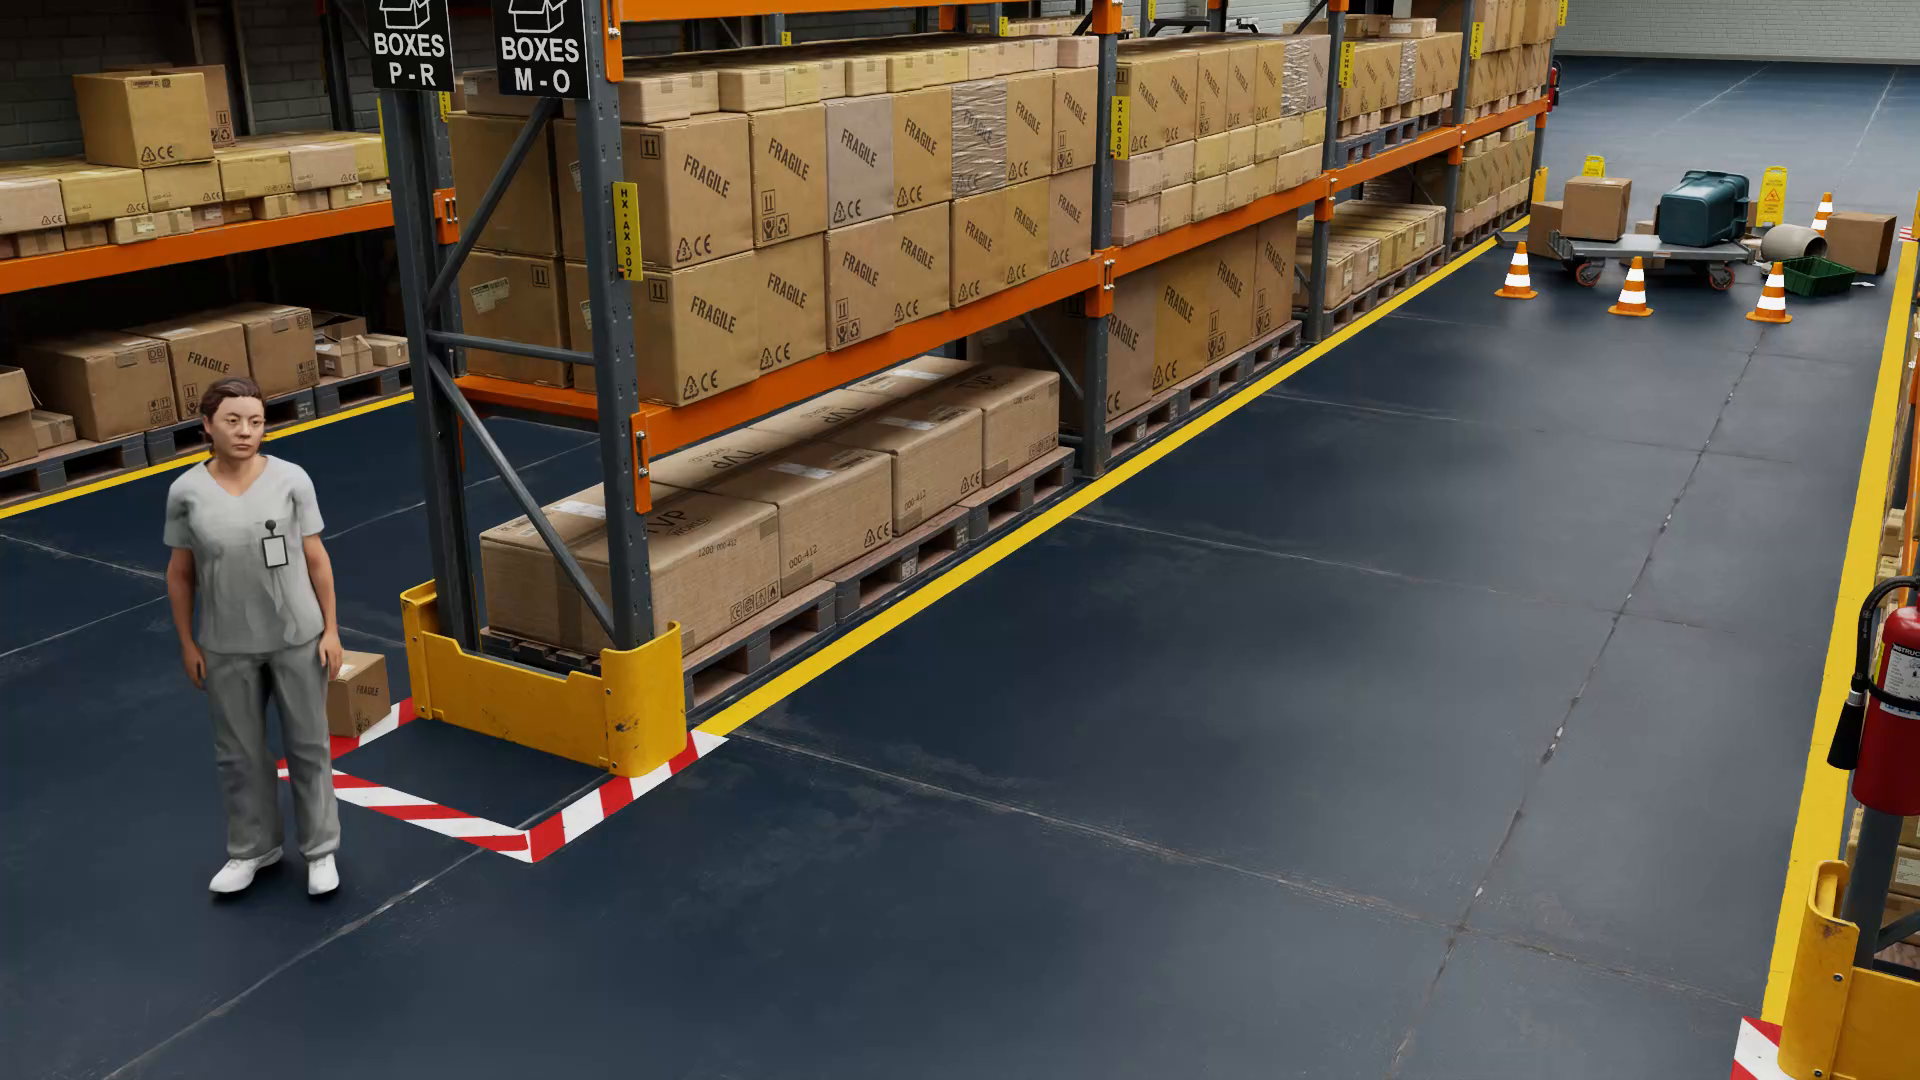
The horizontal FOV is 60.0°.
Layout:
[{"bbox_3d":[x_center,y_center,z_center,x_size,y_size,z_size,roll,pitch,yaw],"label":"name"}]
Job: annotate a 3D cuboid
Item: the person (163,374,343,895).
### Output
[{"bbox_3d":[-2.181,0.313,5.157,0.489,1.672,0.373,-6,20,-16],"label":"person"}]
